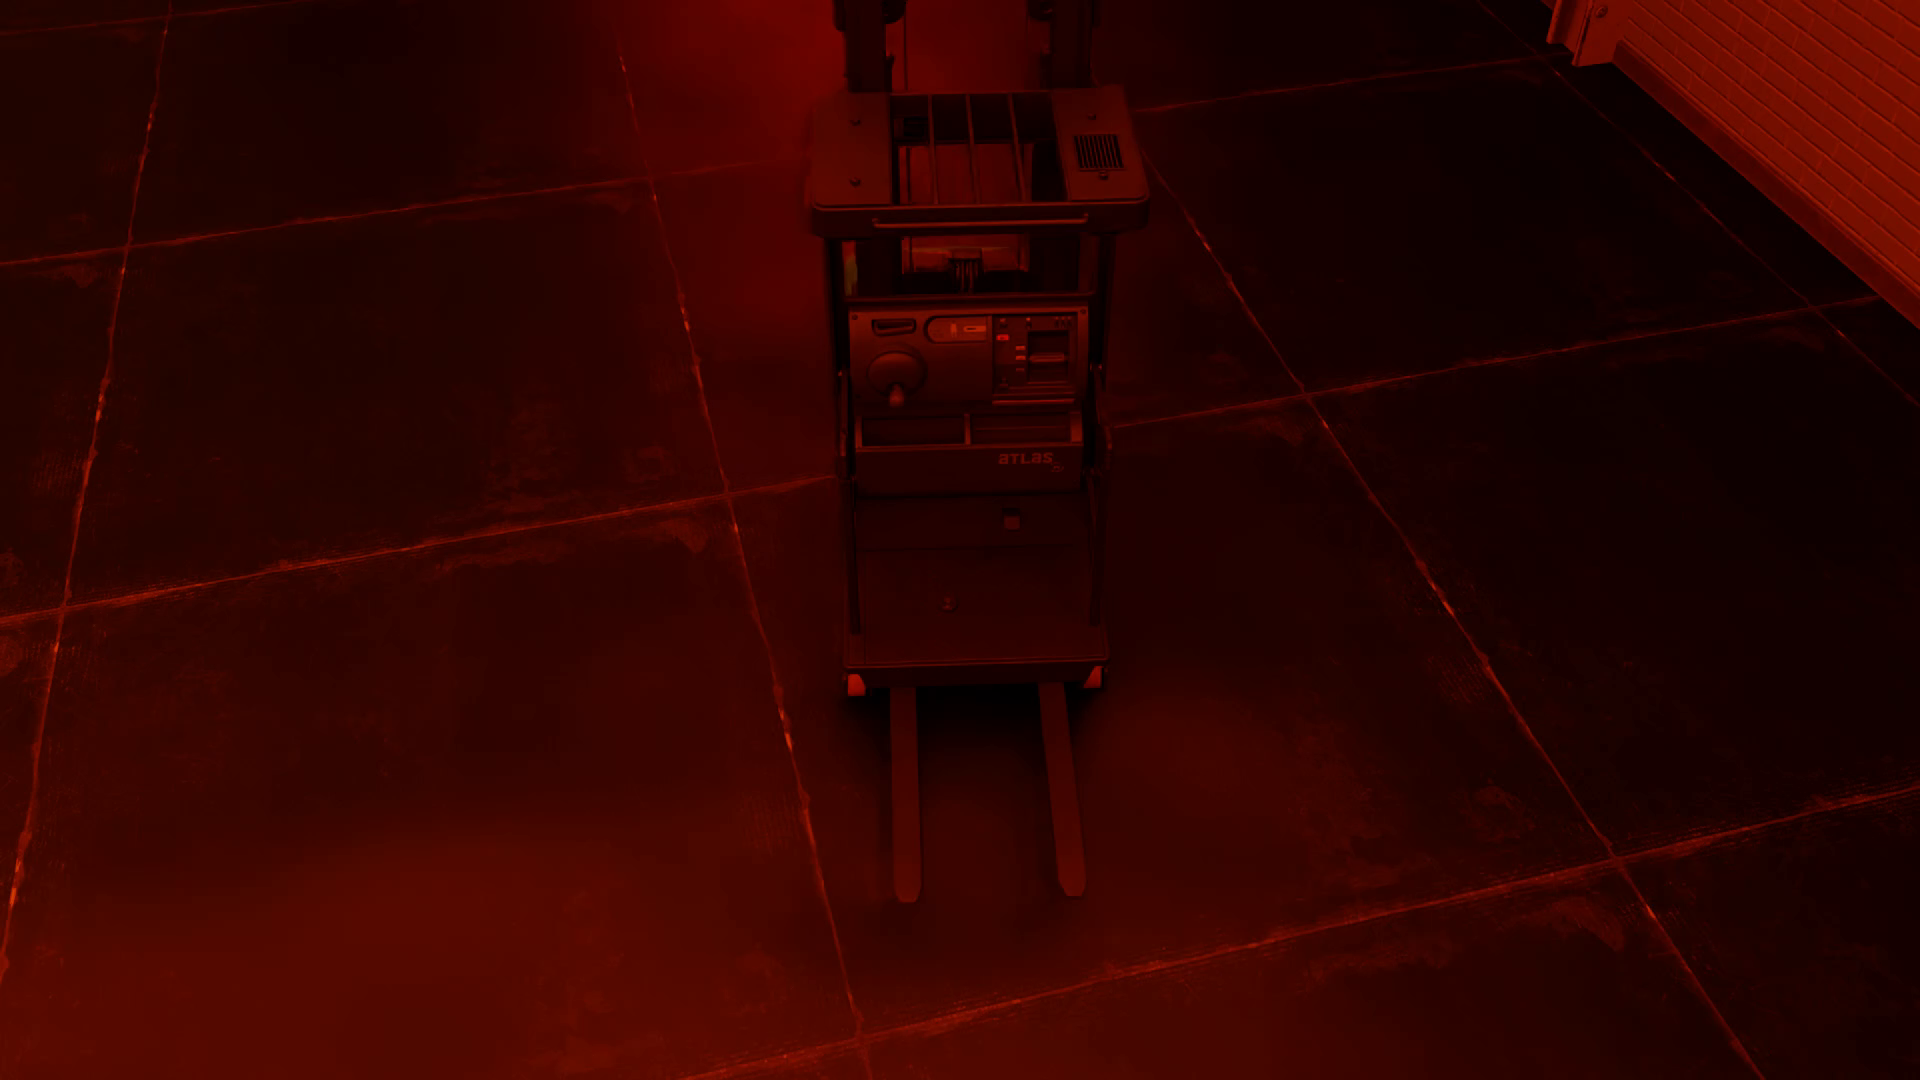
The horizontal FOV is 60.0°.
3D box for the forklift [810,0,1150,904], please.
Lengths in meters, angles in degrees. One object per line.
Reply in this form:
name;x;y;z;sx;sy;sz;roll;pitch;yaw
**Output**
forklift;0.048;-0.631;6.313;1.130;2.935;3.031;-2;43;-2
